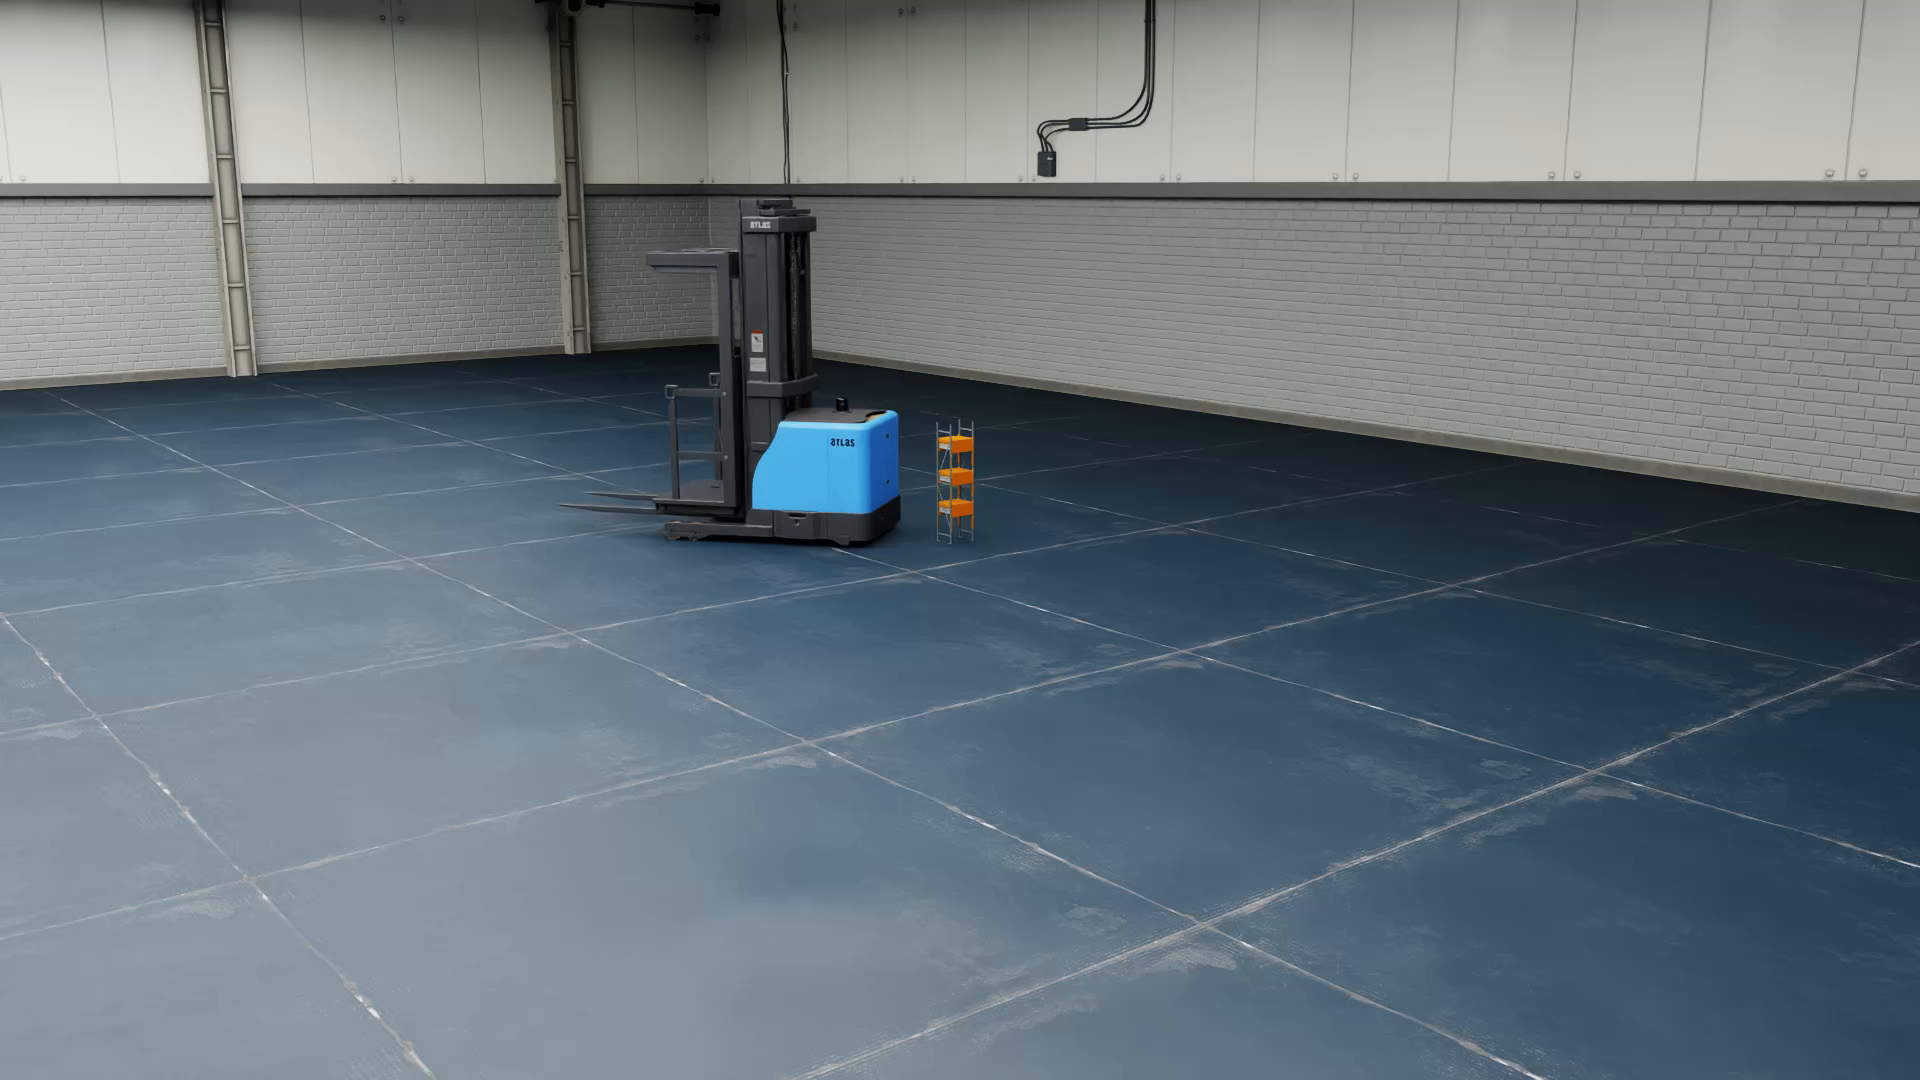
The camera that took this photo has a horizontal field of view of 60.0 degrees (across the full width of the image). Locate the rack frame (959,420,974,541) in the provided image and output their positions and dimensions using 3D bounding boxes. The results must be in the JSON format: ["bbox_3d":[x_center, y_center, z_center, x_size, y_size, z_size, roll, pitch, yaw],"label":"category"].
[{"bbox_3d":[0.053,-0.522,14.562,0.008,1.050,0.200,-9,15,-38],"label":"rack frame"}]

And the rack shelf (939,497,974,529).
[{"bbox_3d":[-0.042,-0.224,14.547,0.240,0.259,0.215,-9,15,-38],"label":"rack shelf"}]

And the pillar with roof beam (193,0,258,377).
[{"bbox_3d":[-9.140,-6.418,23.191,0.400,9.000,9.100,-9,15,-38],"label":"pillar with roof beam"}]

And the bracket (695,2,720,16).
[{"bbox_3d":[-4.747,-9.960,31.202,0.430,0.232,0.235,-9,15,-38],"label":"bracket"}]

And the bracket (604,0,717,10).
[{"bbox_3d":[-5.209,-9.883,30.841,3.189,0.066,0.076,-9,15,-38],"label":"bracket"}]

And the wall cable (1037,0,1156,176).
[{"bbox_3d":[1.901,-8.185,23.322,0.169,6.003,2.305,-9,15,-38],"label":"wall cable"}]

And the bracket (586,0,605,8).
[{"bbox_3d":[-6.598,-9.652,29.754,0.430,0.232,0.235,-9,15,-38],"label":"bracket"}]

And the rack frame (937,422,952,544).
[{"bbox_3d":[-0.137,-0.491,14.412,0.008,1.050,0.200,-9,15,-38],"label":"rack frame"}]

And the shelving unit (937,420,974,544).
[{"bbox_3d":[-0.042,-0.507,14.487,0.252,1.050,0.215,-9,15,-38],"label":"shelving unit"}]

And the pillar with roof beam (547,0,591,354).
[{"bbox_3d":[-4.454,-7.197,26.857,0.548,9.000,9.100,-9,15,-38],"label":"pillar with roof beam"}]

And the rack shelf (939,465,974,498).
[{"bbox_3d":[-0.042,-0.496,14.489,0.240,0.259,0.215,-9,15,-38],"label":"rack shelf"}]

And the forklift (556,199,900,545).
[{"bbox_3d":[-2.115,-1.529,14.771,3.031,2.935,1.130,3,12,14],"label":"forklift"}]

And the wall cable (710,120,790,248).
[{"bbox_3d":[-4.017,-6.544,31.258,0.112,2.526,3.097,-9,15,-38],"label":"wall cable"}]

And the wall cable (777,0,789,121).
[{"bbox_3d":[-2.327,-8.576,28.667,0.112,2.526,3.097,-9,15,-38],"label":"wall cable"}]

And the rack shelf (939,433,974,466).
[{"bbox_3d":[-0.042,-0.774,14.430,0.240,0.259,0.215,-9,15,-38],"label":"rack shelf"}]

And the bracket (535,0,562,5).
[{"bbox_3d":[-7.246,-9.545,29.247,0.430,0.232,0.235,-9,15,-38],"label":"bracket"}]
